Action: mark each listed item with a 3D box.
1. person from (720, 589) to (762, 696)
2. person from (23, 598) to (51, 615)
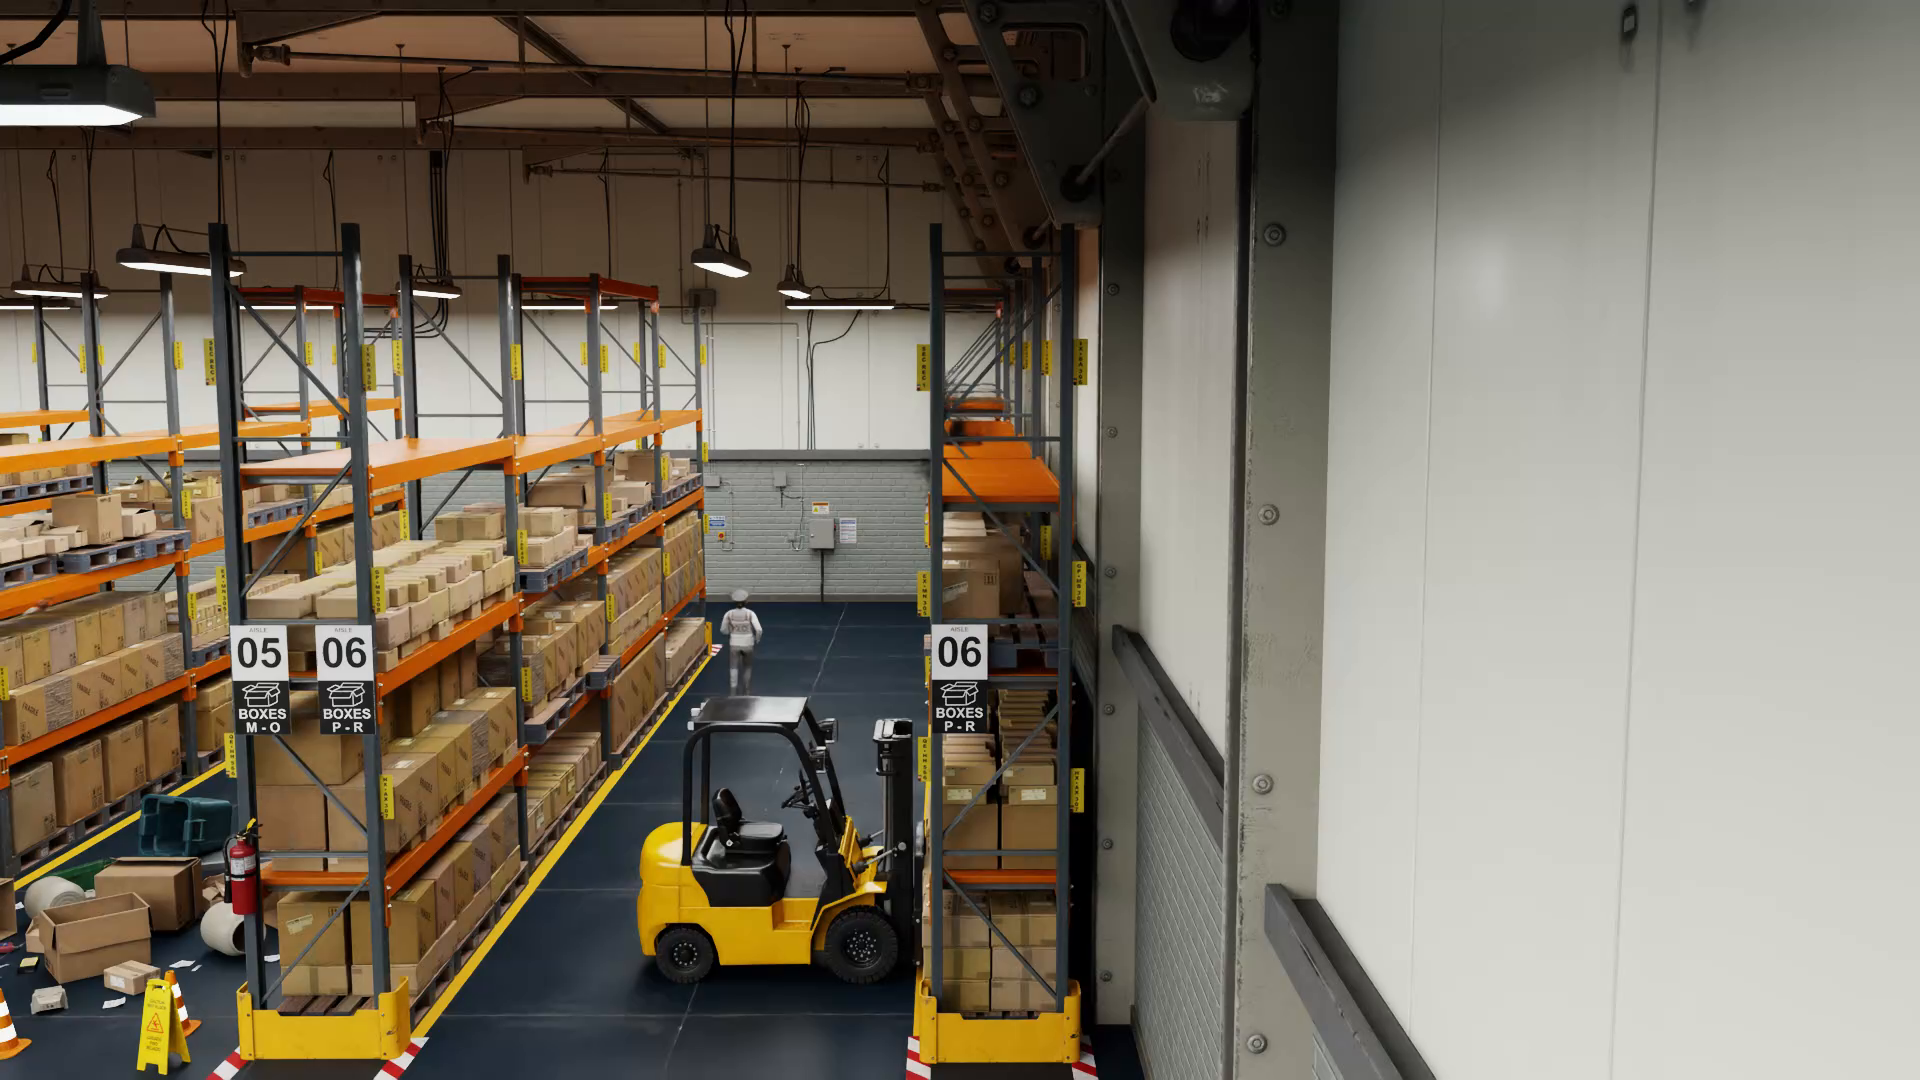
[{"bbox_3d":[-3.158,1.538,24.047,0.624,1.659,0.739,0,7,-2],"label":"person"},{"bbox_3d":[-12.839,1.560,23.318,0.637,1.798,0.920,-1,7,-9],"label":"person"}]
